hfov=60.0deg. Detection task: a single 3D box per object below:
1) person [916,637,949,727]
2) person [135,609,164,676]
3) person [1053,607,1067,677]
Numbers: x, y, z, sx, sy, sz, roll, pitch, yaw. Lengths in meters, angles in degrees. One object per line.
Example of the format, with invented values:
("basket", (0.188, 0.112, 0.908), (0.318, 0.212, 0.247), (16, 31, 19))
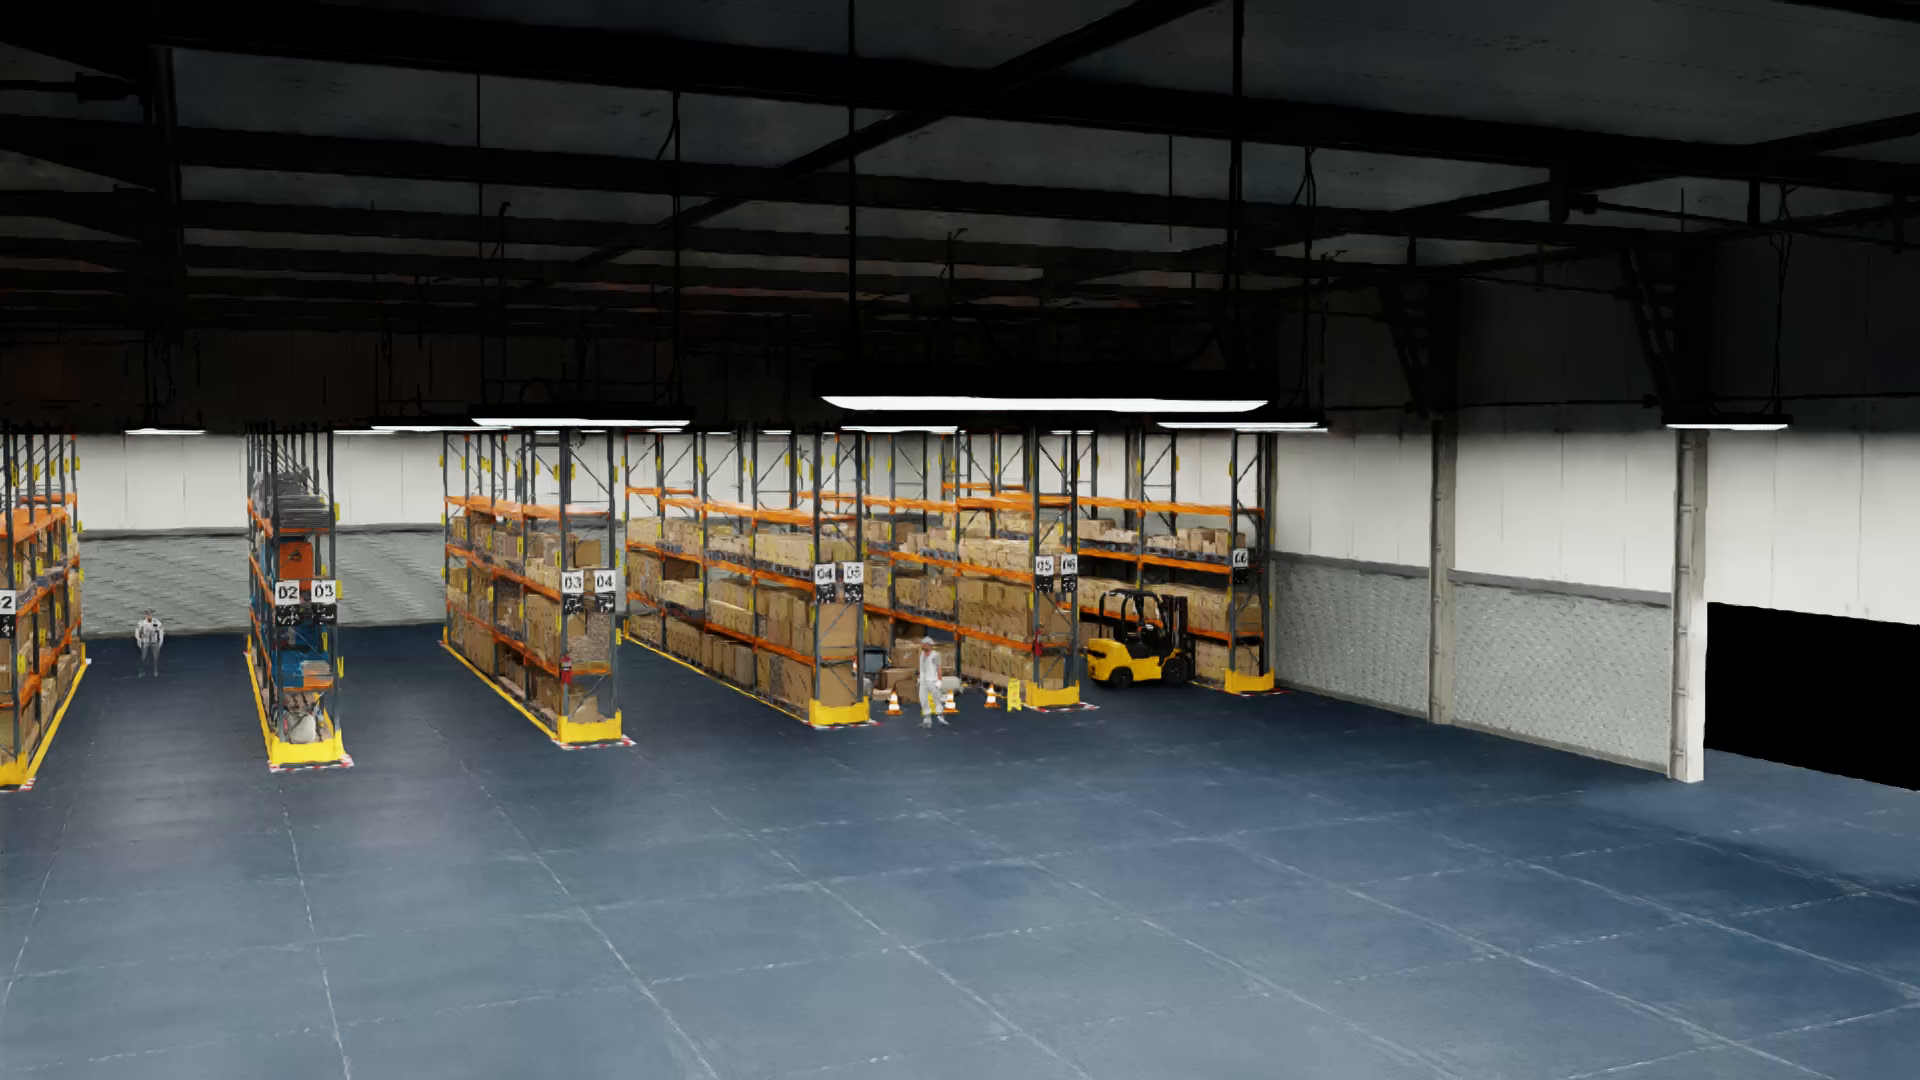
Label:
("person", (-0.568, 2.789, 32.837), (0.646, 1.781, 0.553), (3, 4, 35))
("person", (-19.315, 2.437, 39.647), (0.639, 1.632, 0.512), (-2, 4, -27))
("person", (2.299, 2.413, 39.414), (0.468, 1.677, 0.497), (0, 4, 5))
